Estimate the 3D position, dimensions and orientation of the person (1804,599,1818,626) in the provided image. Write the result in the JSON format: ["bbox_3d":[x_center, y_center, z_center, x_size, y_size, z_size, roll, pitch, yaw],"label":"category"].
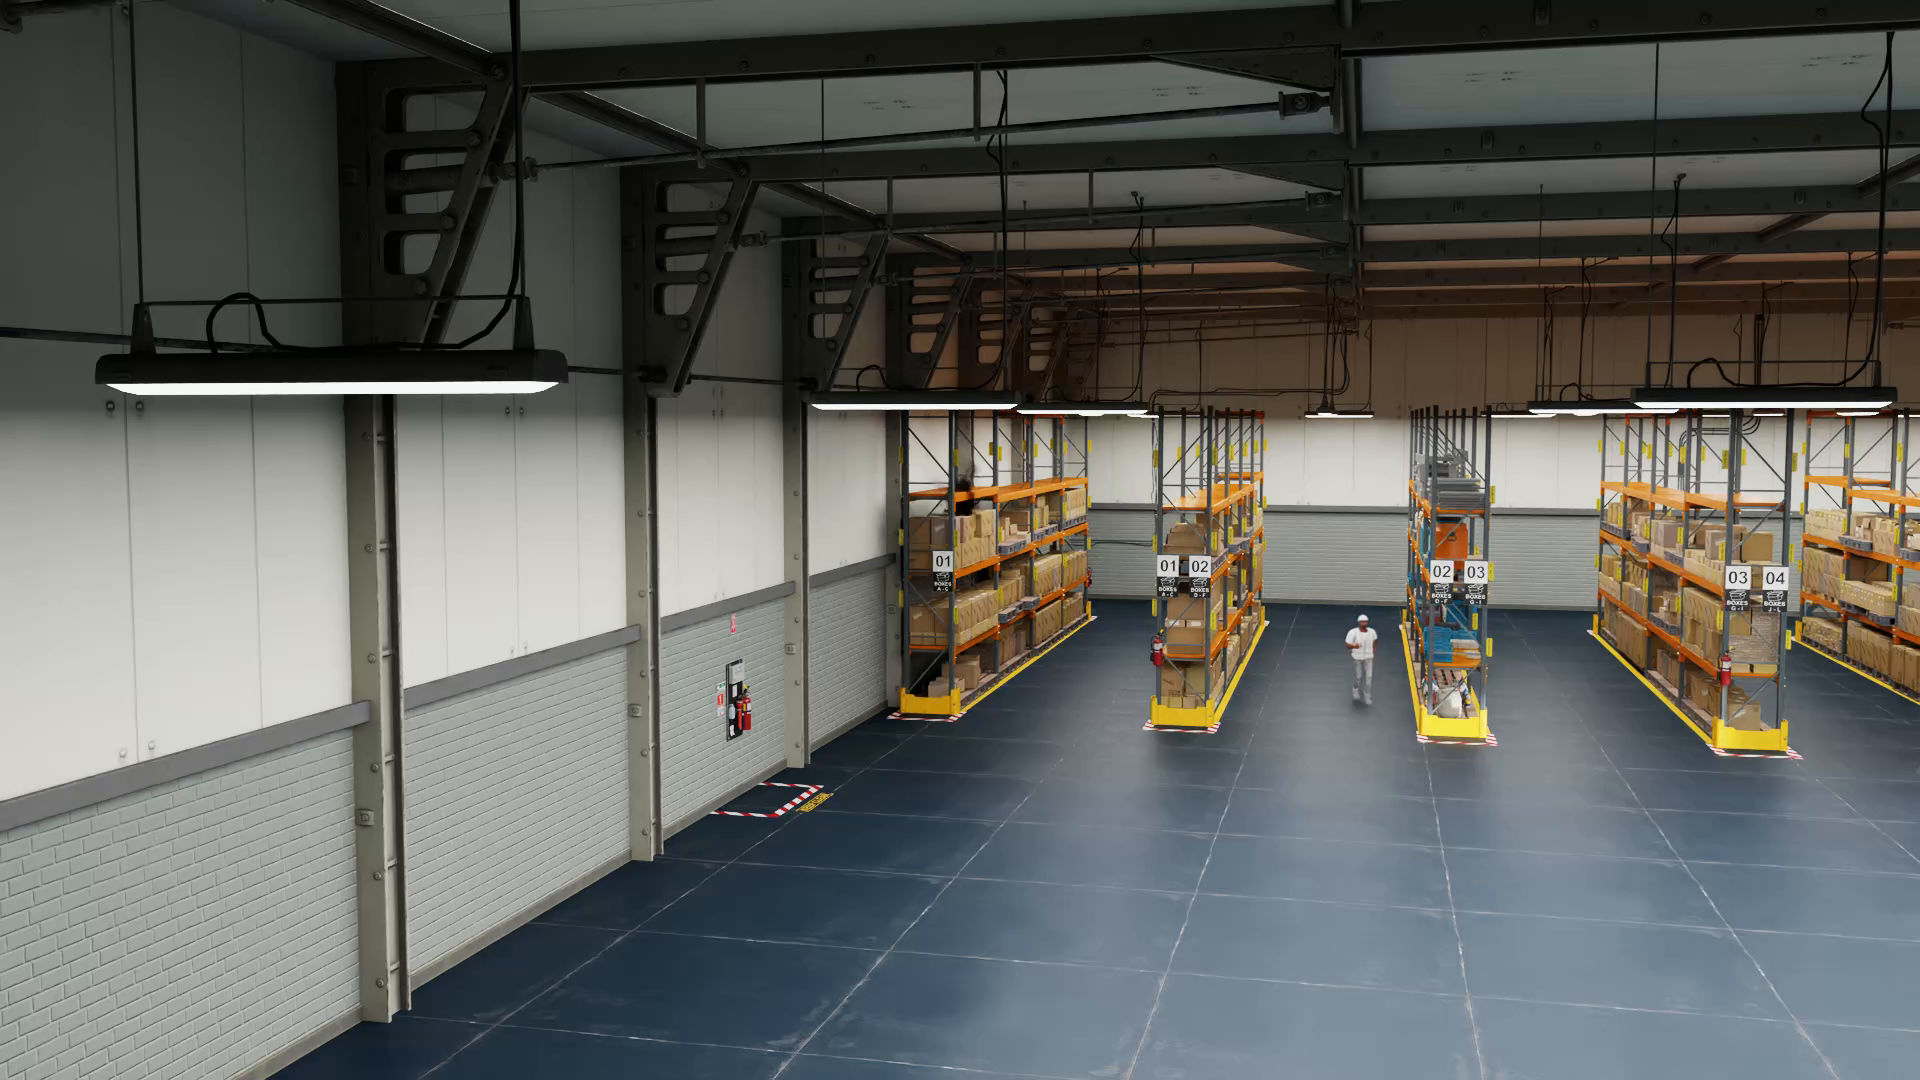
[{"bbox_3d":[22.773,1.679,44.334,0.787,1.728,0.746,0,4,3],"label":"person"}]

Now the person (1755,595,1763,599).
[{"bbox_3d":[20.306,1.827,42.333,0.714,1.739,0.664,2,5,25],"label":"person"}]

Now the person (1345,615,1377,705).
[{"bbox_3d":[8.146,2.393,33.645,0.701,1.765,0.917,0,4,0],"label":"person"}]
